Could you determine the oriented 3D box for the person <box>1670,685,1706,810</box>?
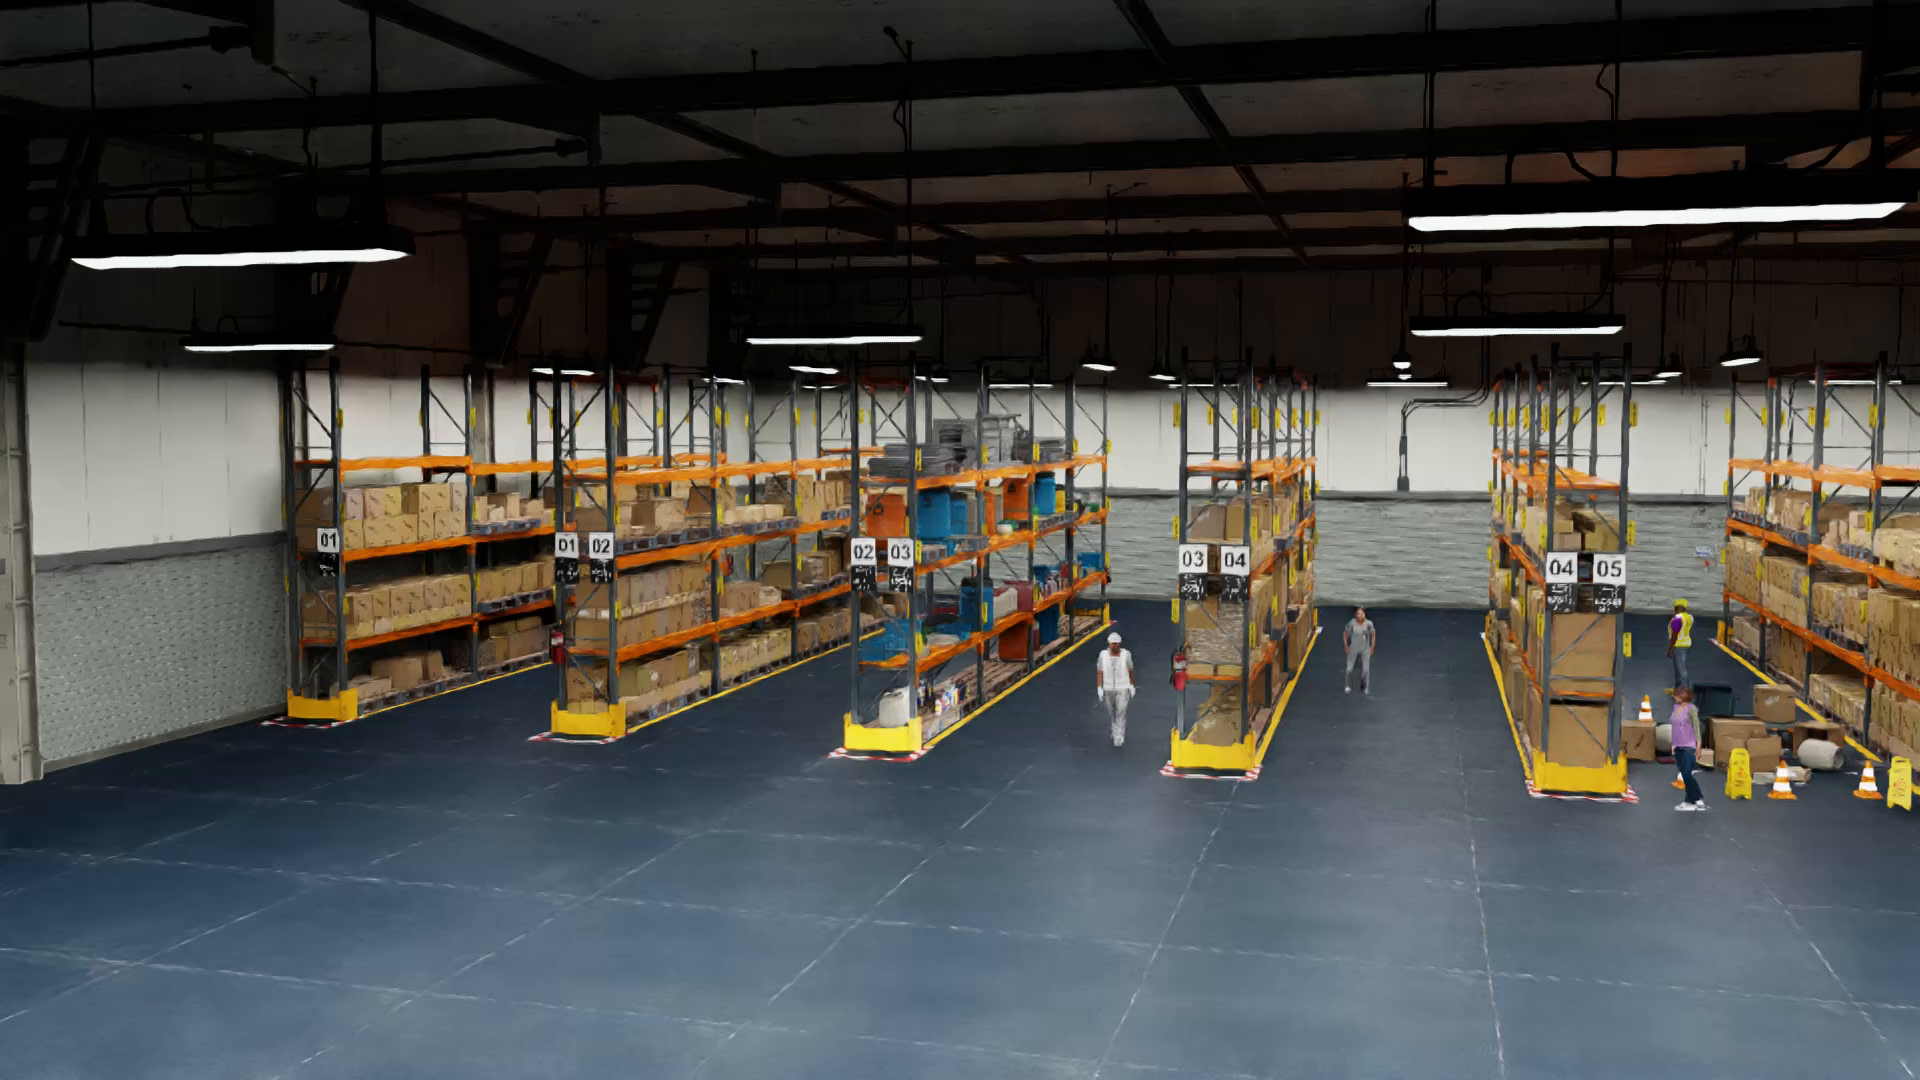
[{"bbox_3d":[9.265,2.645,21.161,0.362,1.592,0.526,-1,4,-16],"label":"person"}]

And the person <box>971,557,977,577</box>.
[{"bbox_3d":[0.491,1.057,41.314,0.403,1.791,0.634,3,5,32],"label":"person"}]

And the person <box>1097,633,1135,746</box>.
[{"bbox_3d":[2.371,2.262,25.541,0.566,1.706,1.122,1,4,18],"label":"person"}]

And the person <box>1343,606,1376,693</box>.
[{"bbox_3d":[7.250,1.985,30.187,0.580,1.619,0.507,1,4,13],"label":"person"}]

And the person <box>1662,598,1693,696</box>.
[{"bbox_3d":[12.909,1.914,29.893,0.559,1.762,0.661,4,6,44],"label":"person"}]
